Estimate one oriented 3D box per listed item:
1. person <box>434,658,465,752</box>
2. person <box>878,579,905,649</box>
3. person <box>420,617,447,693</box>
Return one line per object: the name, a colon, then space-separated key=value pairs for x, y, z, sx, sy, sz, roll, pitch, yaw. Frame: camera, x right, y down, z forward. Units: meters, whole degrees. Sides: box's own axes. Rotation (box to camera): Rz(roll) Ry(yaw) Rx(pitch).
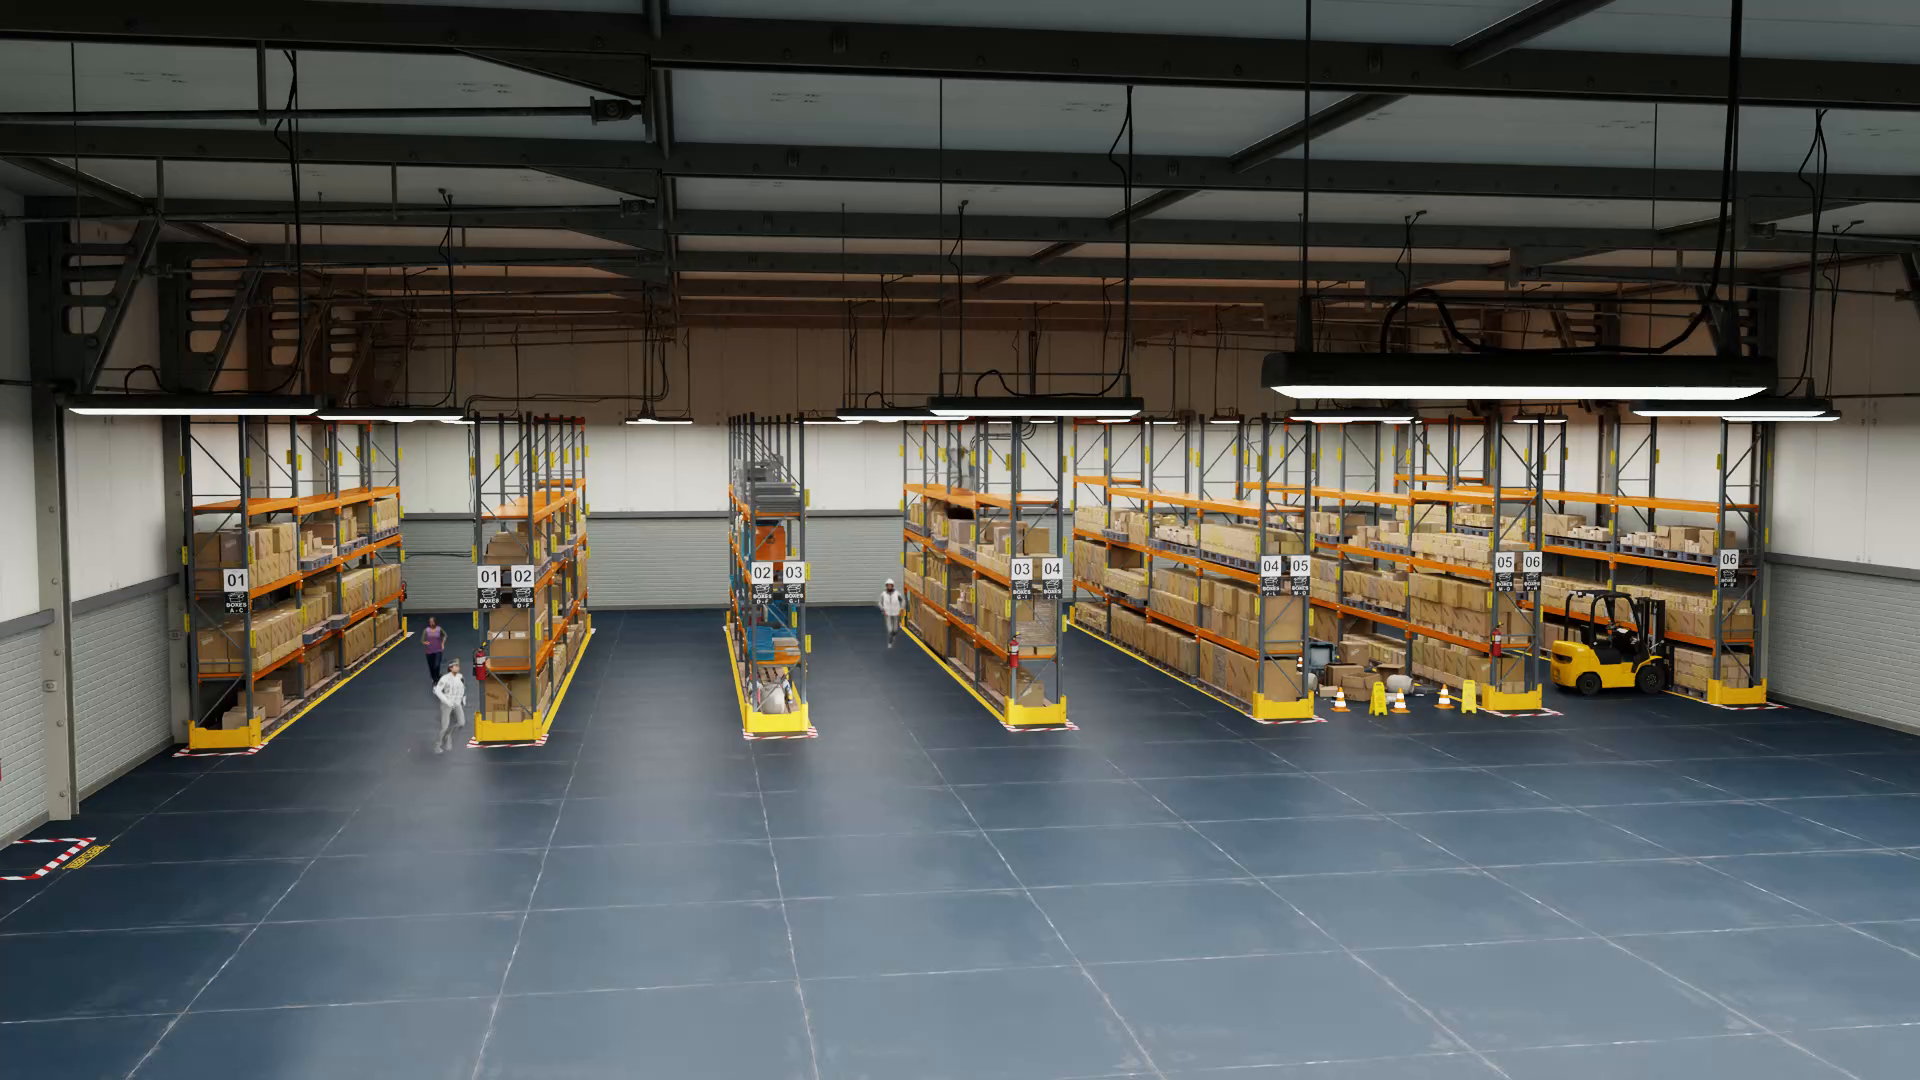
person: x=-8.938 y=2.905 z=29.341 sx=0.549 sy=1.634 sz=0.675 roll=3 pitch=5 yaw=42
person: x=-1.682 y=1.810 z=40.822 sx=0.674 sy=1.704 sz=0.652 roll=0 pitch=4 yaw=-3
person: x=-11.423 y=2.460 z=36.088 sx=0.536 sy=1.609 sz=0.875 roll=-1 pitch=4 yaw=-13
